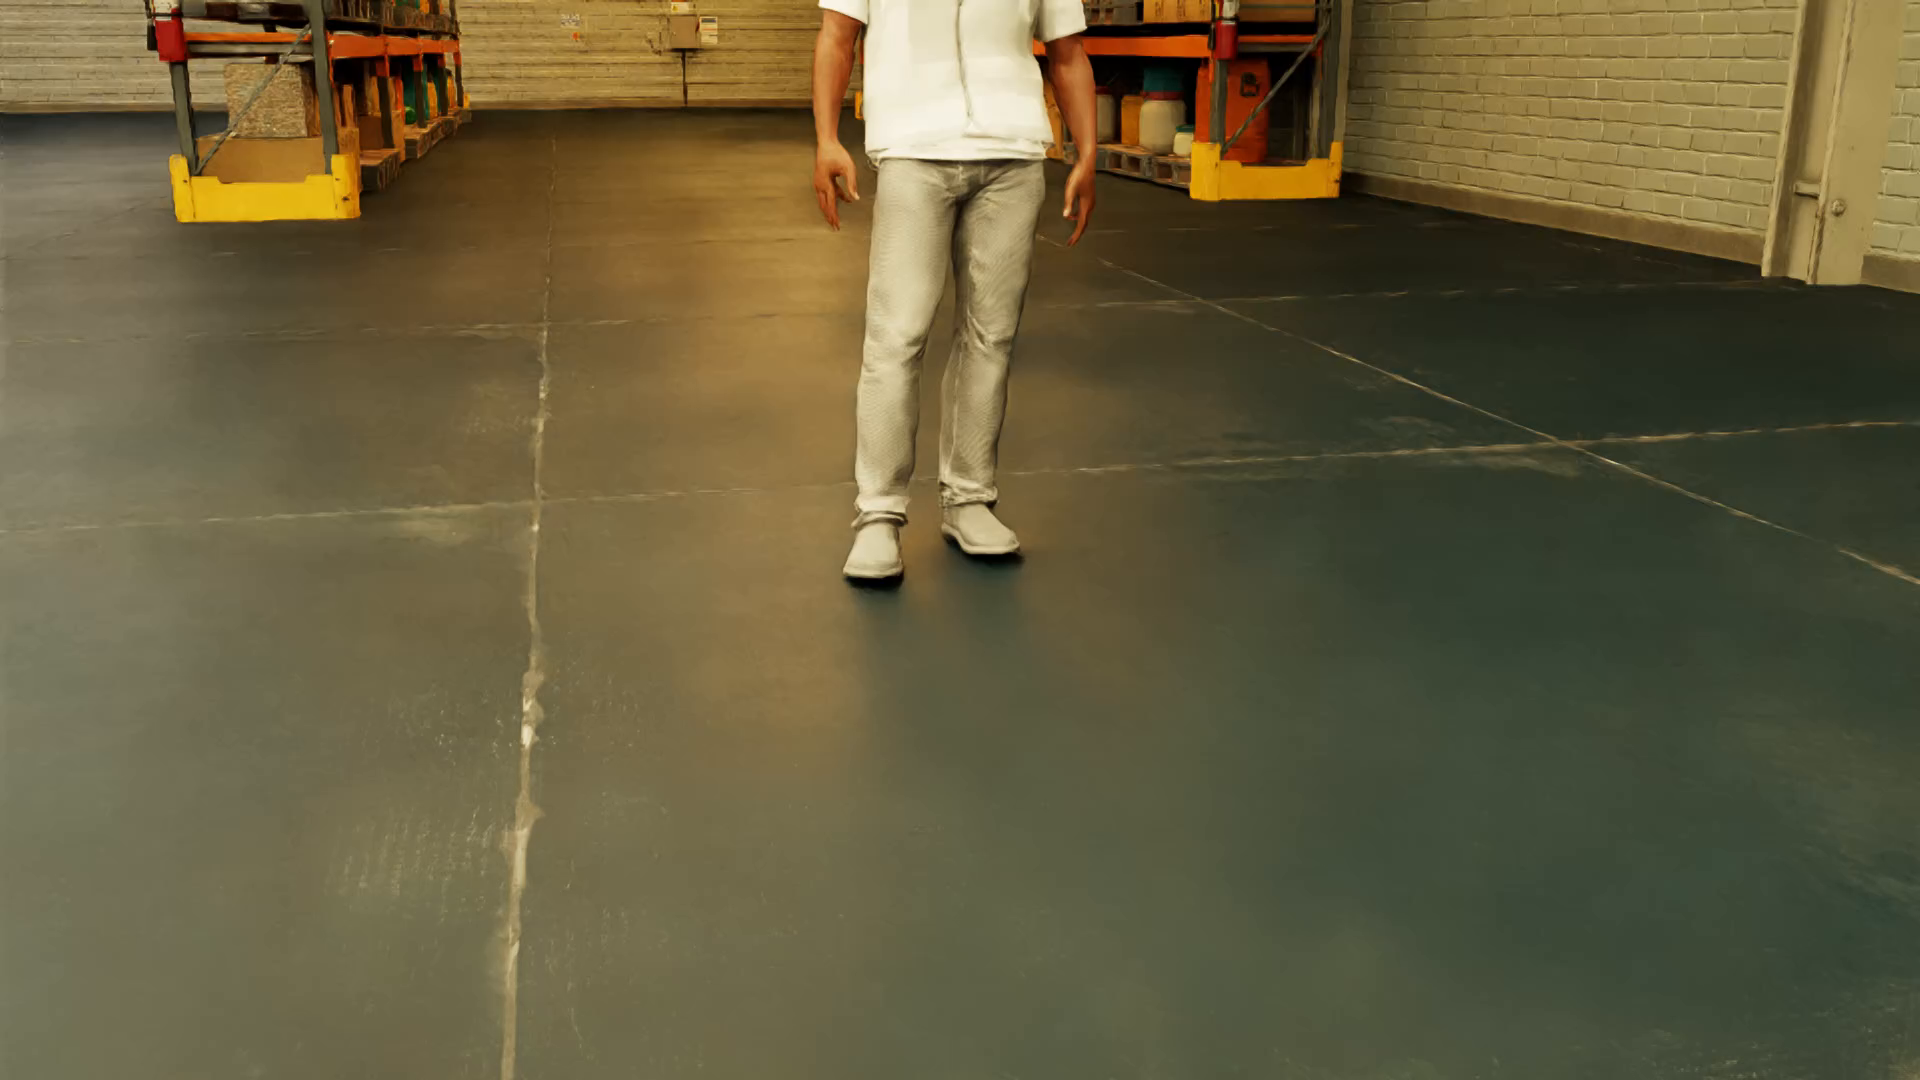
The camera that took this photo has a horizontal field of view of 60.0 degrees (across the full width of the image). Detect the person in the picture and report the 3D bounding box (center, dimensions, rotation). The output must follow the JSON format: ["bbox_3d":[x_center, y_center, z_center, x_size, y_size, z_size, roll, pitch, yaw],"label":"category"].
[{"bbox_3d":[0.011,-0.834,3.696,0.665,1.766,0.576,-4,17,-12],"label":"person"}]
